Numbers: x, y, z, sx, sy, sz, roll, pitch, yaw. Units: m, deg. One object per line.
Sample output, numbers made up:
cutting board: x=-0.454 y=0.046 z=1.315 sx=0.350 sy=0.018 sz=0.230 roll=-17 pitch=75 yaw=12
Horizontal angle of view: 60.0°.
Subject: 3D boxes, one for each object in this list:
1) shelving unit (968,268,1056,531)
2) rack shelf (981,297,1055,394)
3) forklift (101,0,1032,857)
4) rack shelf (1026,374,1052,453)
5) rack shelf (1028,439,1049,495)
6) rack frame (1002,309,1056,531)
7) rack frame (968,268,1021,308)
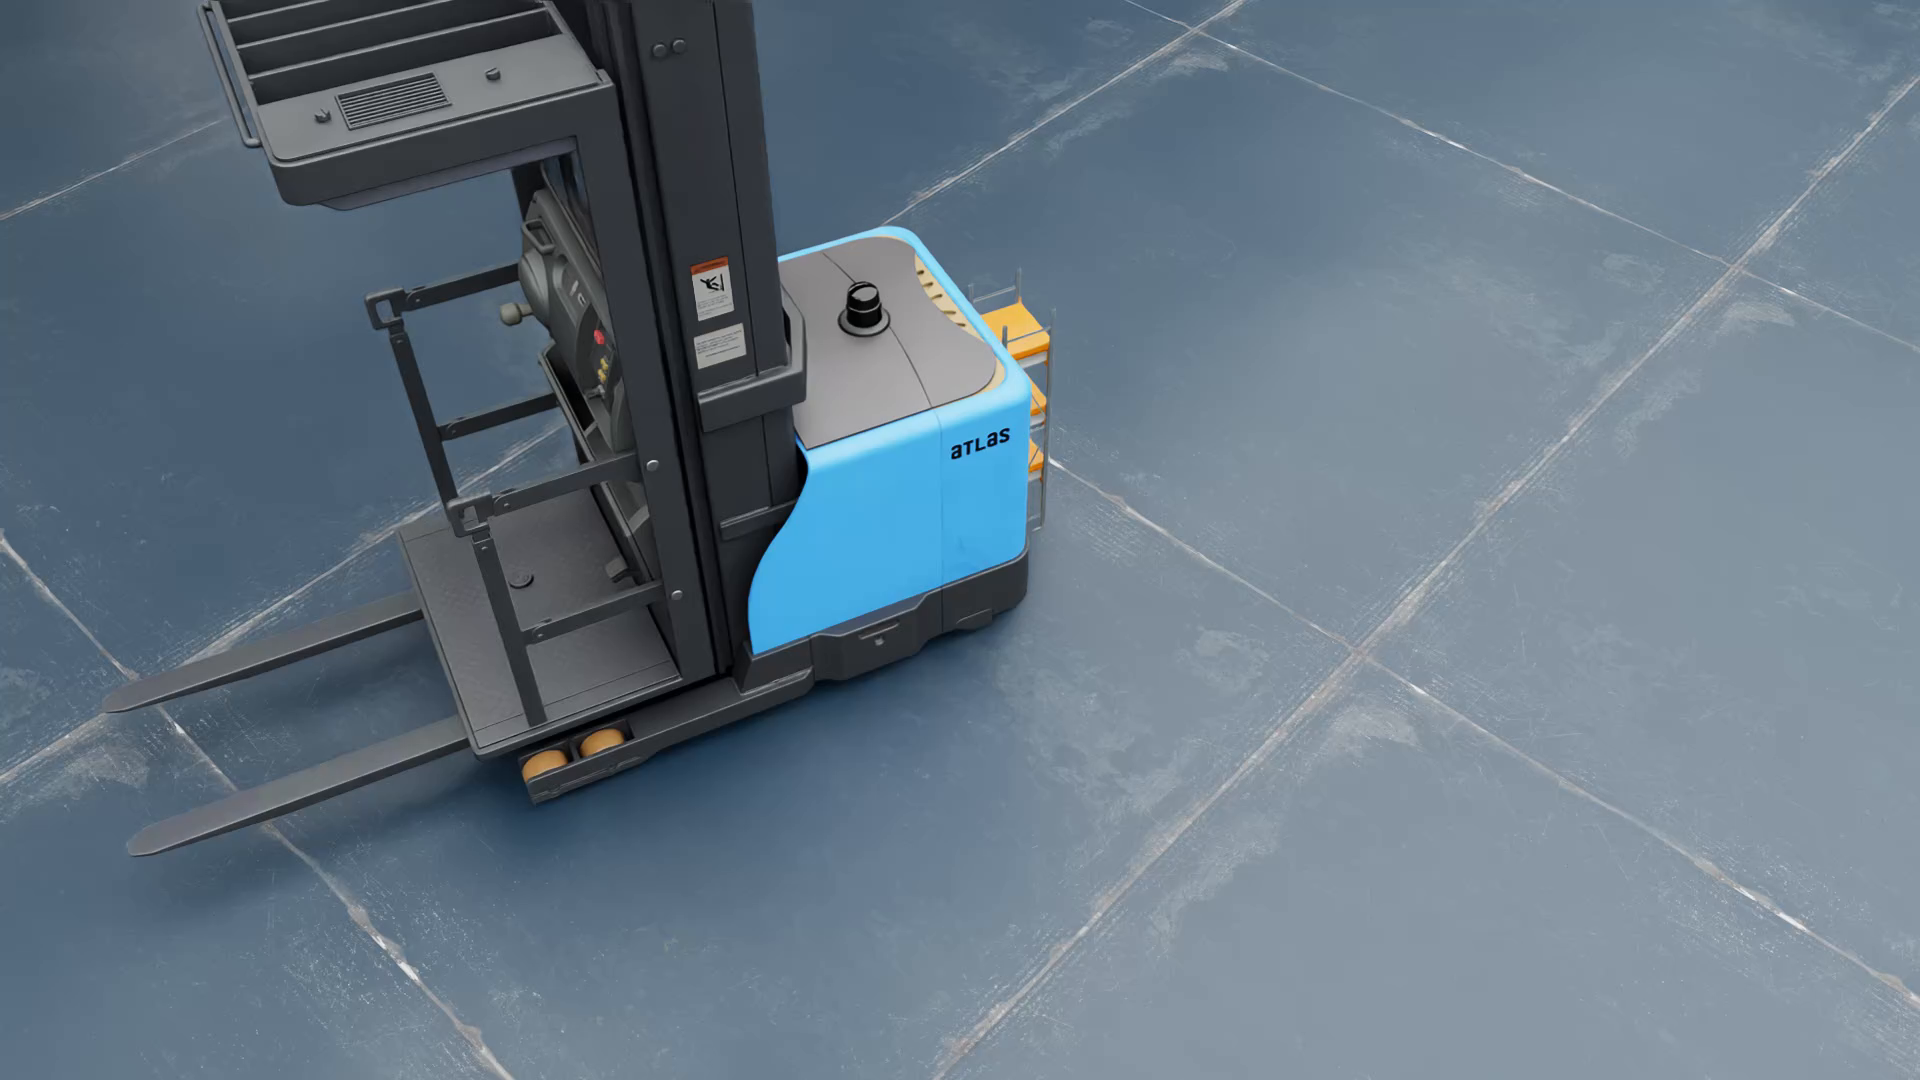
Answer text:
shelving unit: x=0.174 y=-0.455 z=5.957 sx=0.215 sy=1.050 sz=0.252 roll=-21 pitch=50 yaw=-18
rack shelf: x=0.174 y=-0.641 z=5.757 sx=0.215 sy=0.259 sz=0.240 roll=-21 pitch=50 yaw=-18
forklift: x=-1.311 y=-0.599 z=4.801 sx=3.031 sy=2.935 sz=1.130 roll=-20 pitch=50 yaw=-18
rack shelf: x=0.174 y=-0.447 z=5.964 sx=0.215 sy=0.259 sz=0.240 roll=-21 pitch=50 yaw=-18
rack shelf: x=0.174 y=-0.257 z=6.167 sx=0.215 sy=0.259 sz=0.240 roll=-21 pitch=50 yaw=-18
rack frame: x=0.230 y=-0.375 z=5.882 sx=0.200 sy=1.050 sz=0.008 roll=-21 pitch=50 yaw=-18
rack frame: x=0.118 y=-0.534 z=6.031 sx=0.200 sy=1.050 sz=0.008 roll=-21 pitch=50 yaw=-18
